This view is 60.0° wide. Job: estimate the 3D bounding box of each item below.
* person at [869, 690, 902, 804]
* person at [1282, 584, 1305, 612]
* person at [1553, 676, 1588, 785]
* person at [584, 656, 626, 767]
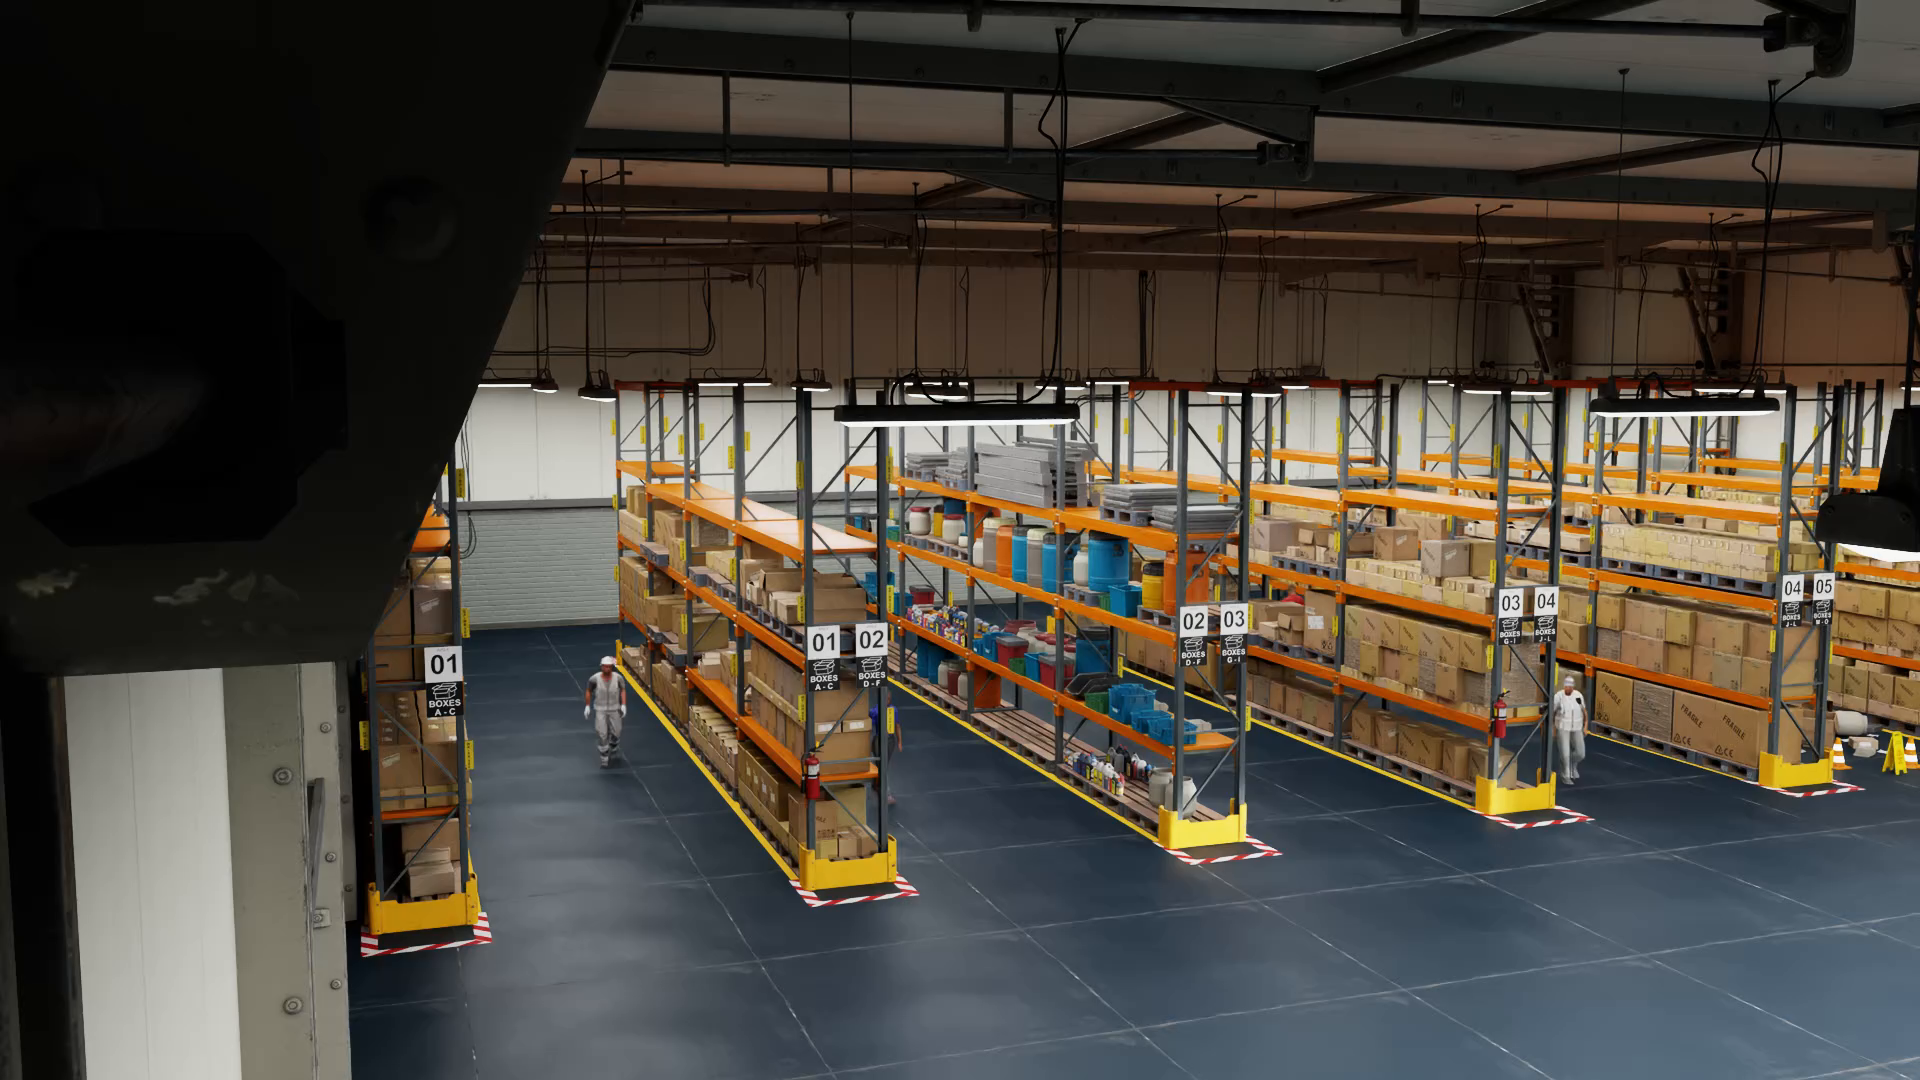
[{"bbox_3d":[-1.065,2.967,24.133,0.471,1.590,0.969,-4,7,-36],"label":"person"},{"bbox_3d":[7.004,1.791,34.901,0.585,1.723,0.563,-2,6,-16],"label":"person"},{"bbox_3d":[9.214,2.860,25.208,0.553,1.647,0.552,0,6,1],"label":"person"},{"bbox_3d":[-5.633,2.687,26.349,0.648,1.762,0.671,-2,6,-21],"label":"person"}]
